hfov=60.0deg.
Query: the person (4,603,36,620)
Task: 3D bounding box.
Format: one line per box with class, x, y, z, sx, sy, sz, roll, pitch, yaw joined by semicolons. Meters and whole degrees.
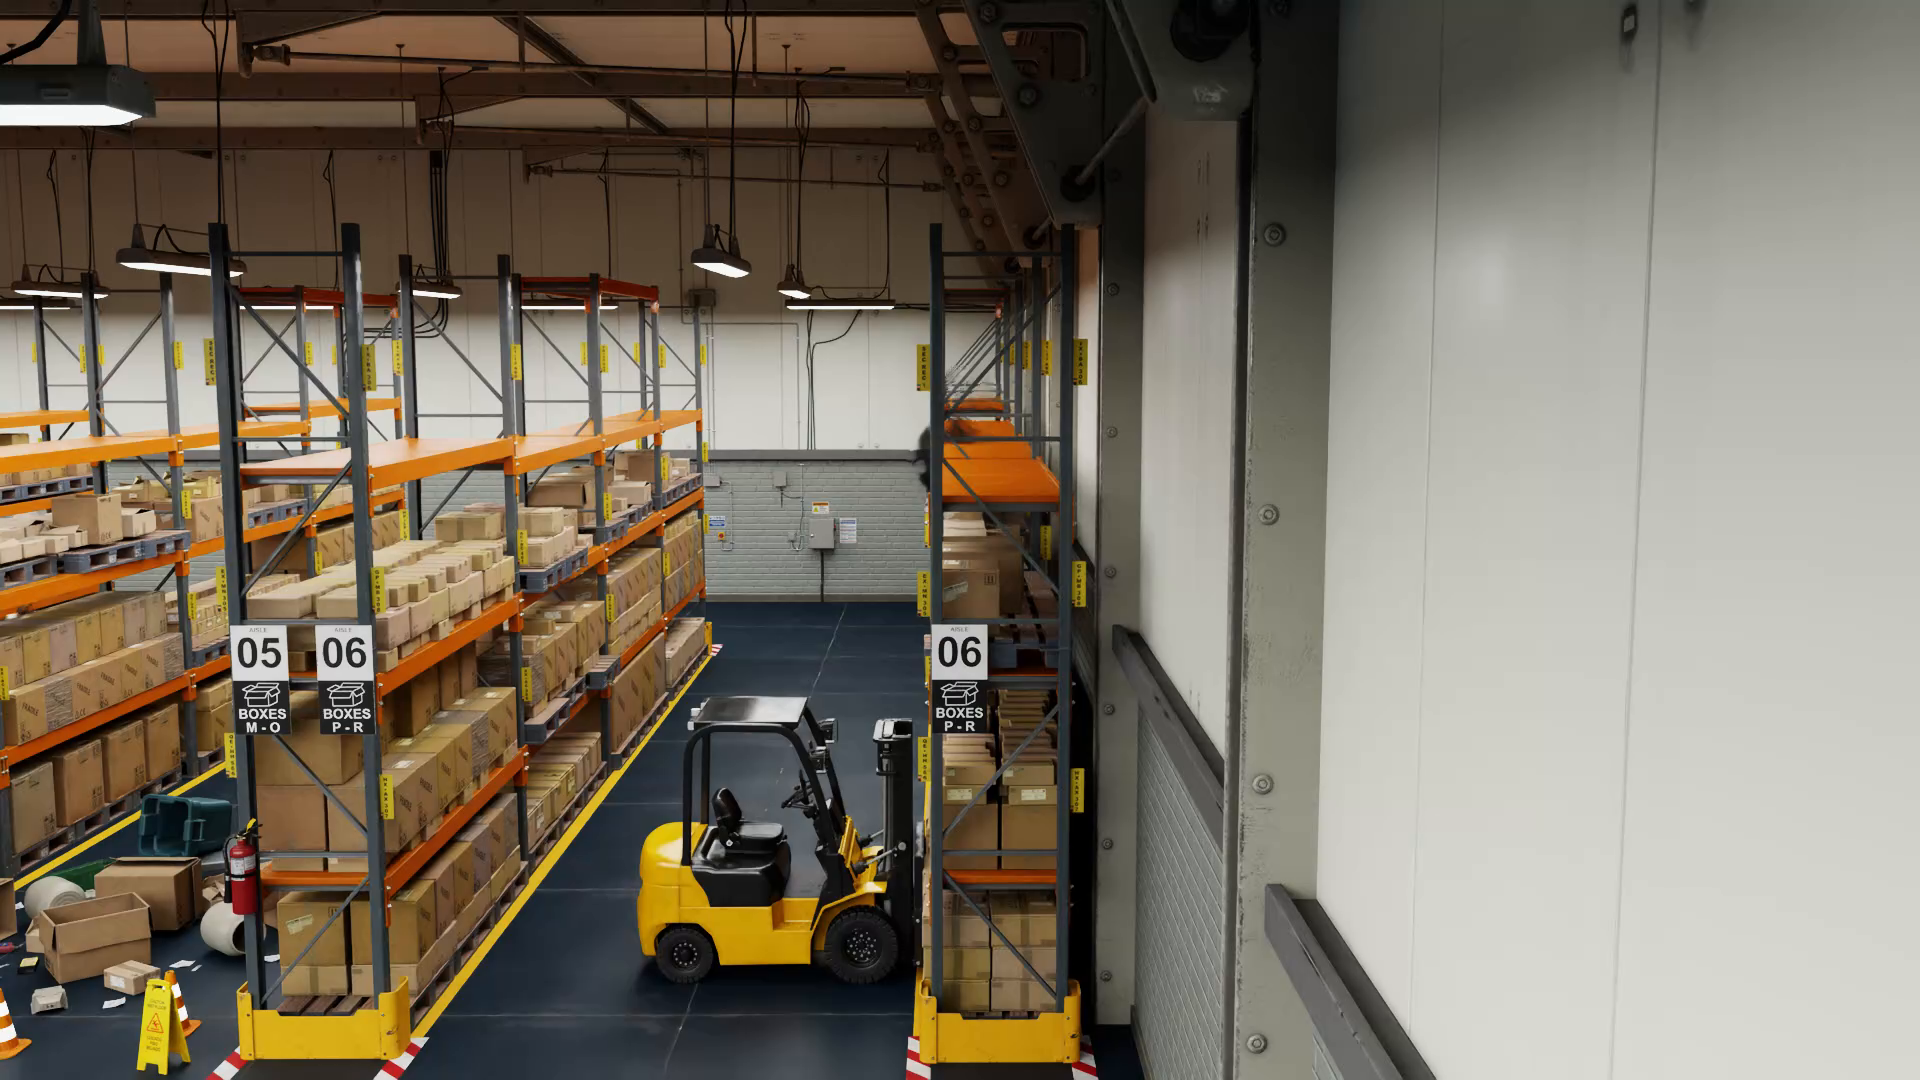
person;-12.759;1.639;22.740;0.656;1.844;0.782;0;7;-3
